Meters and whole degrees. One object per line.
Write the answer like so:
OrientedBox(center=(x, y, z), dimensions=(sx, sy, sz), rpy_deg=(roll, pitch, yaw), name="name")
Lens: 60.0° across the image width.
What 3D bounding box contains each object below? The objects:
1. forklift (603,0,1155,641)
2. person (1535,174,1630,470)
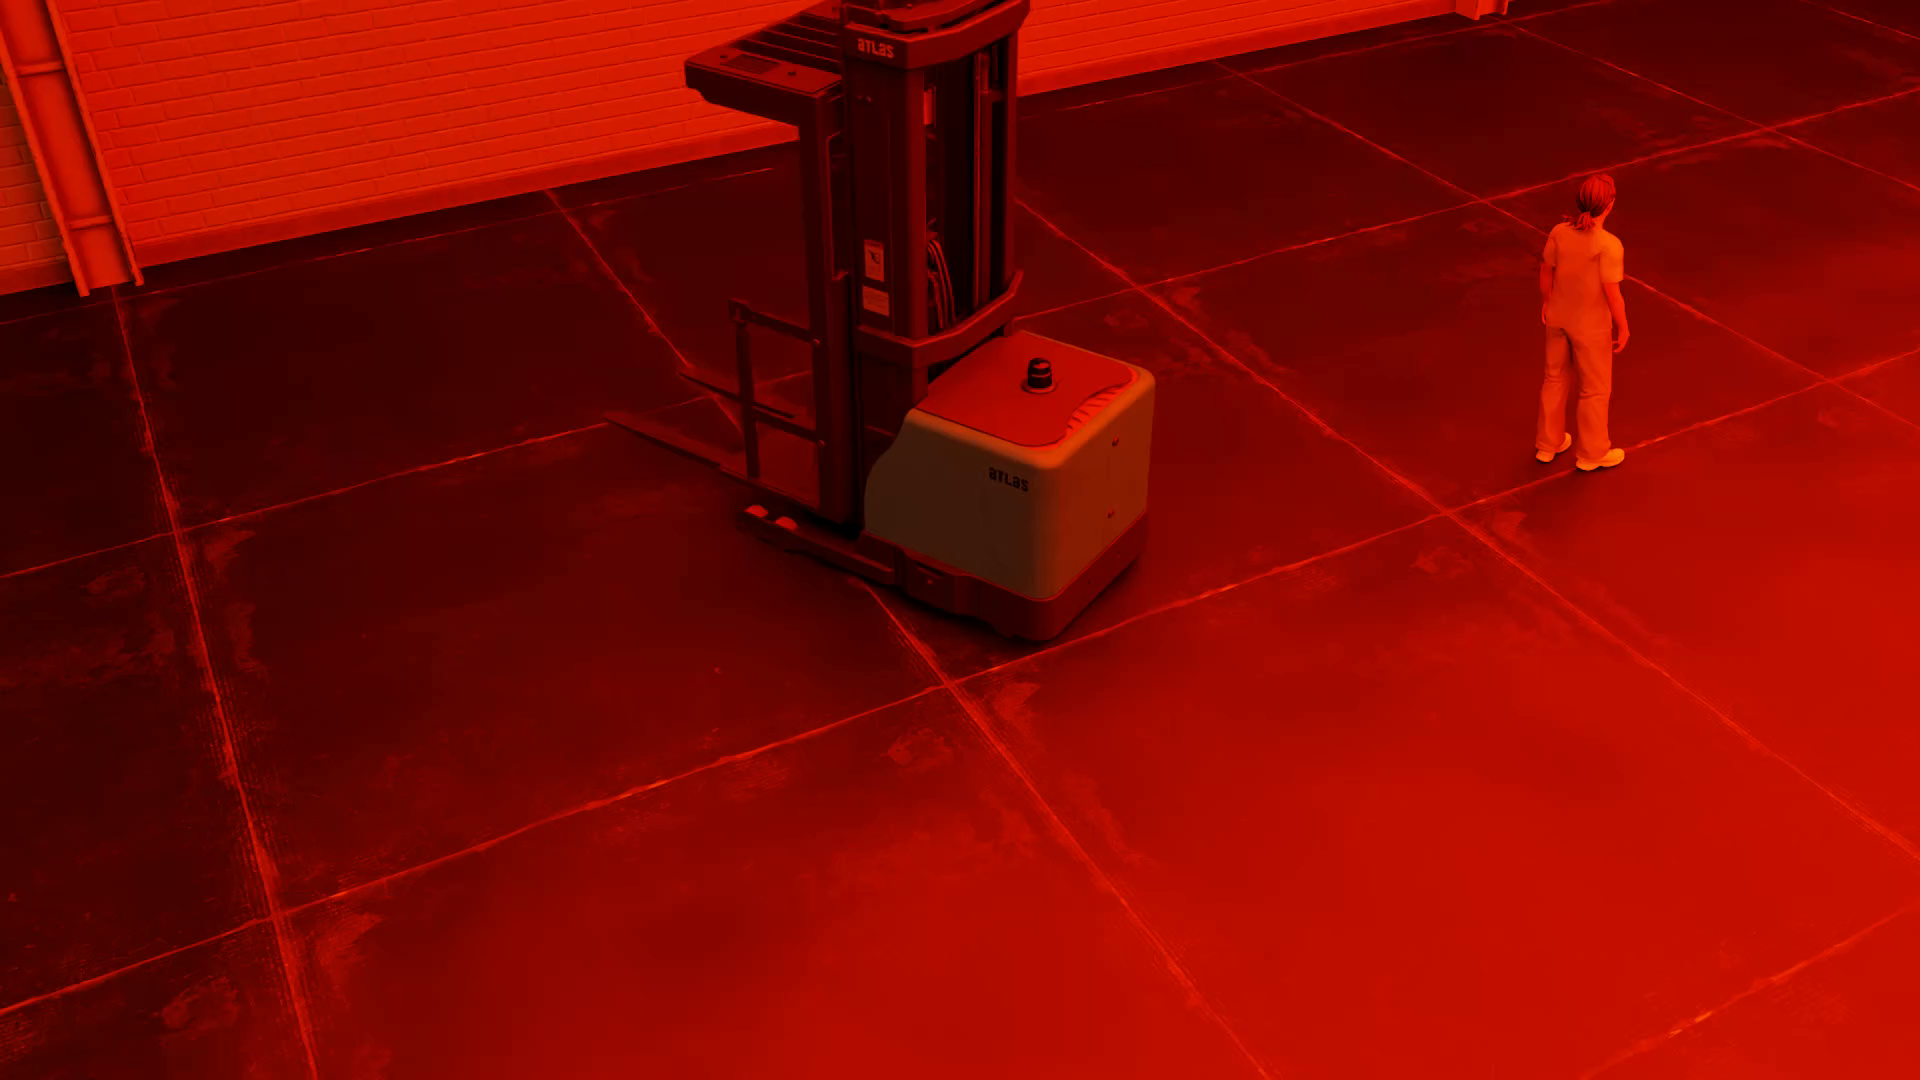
OrientedBox(center=(-0.555, -1.378, 8.073), dimensions=(3.031, 2.935, 1.130), rpy_deg=(21, 41, 27), name="forklift")
OrientedBox(center=(3.339, -1.165, 8.845), dimensions=(0.548, 1.673, 0.549), rpy_deg=(-22, 41, -28), name="person")
